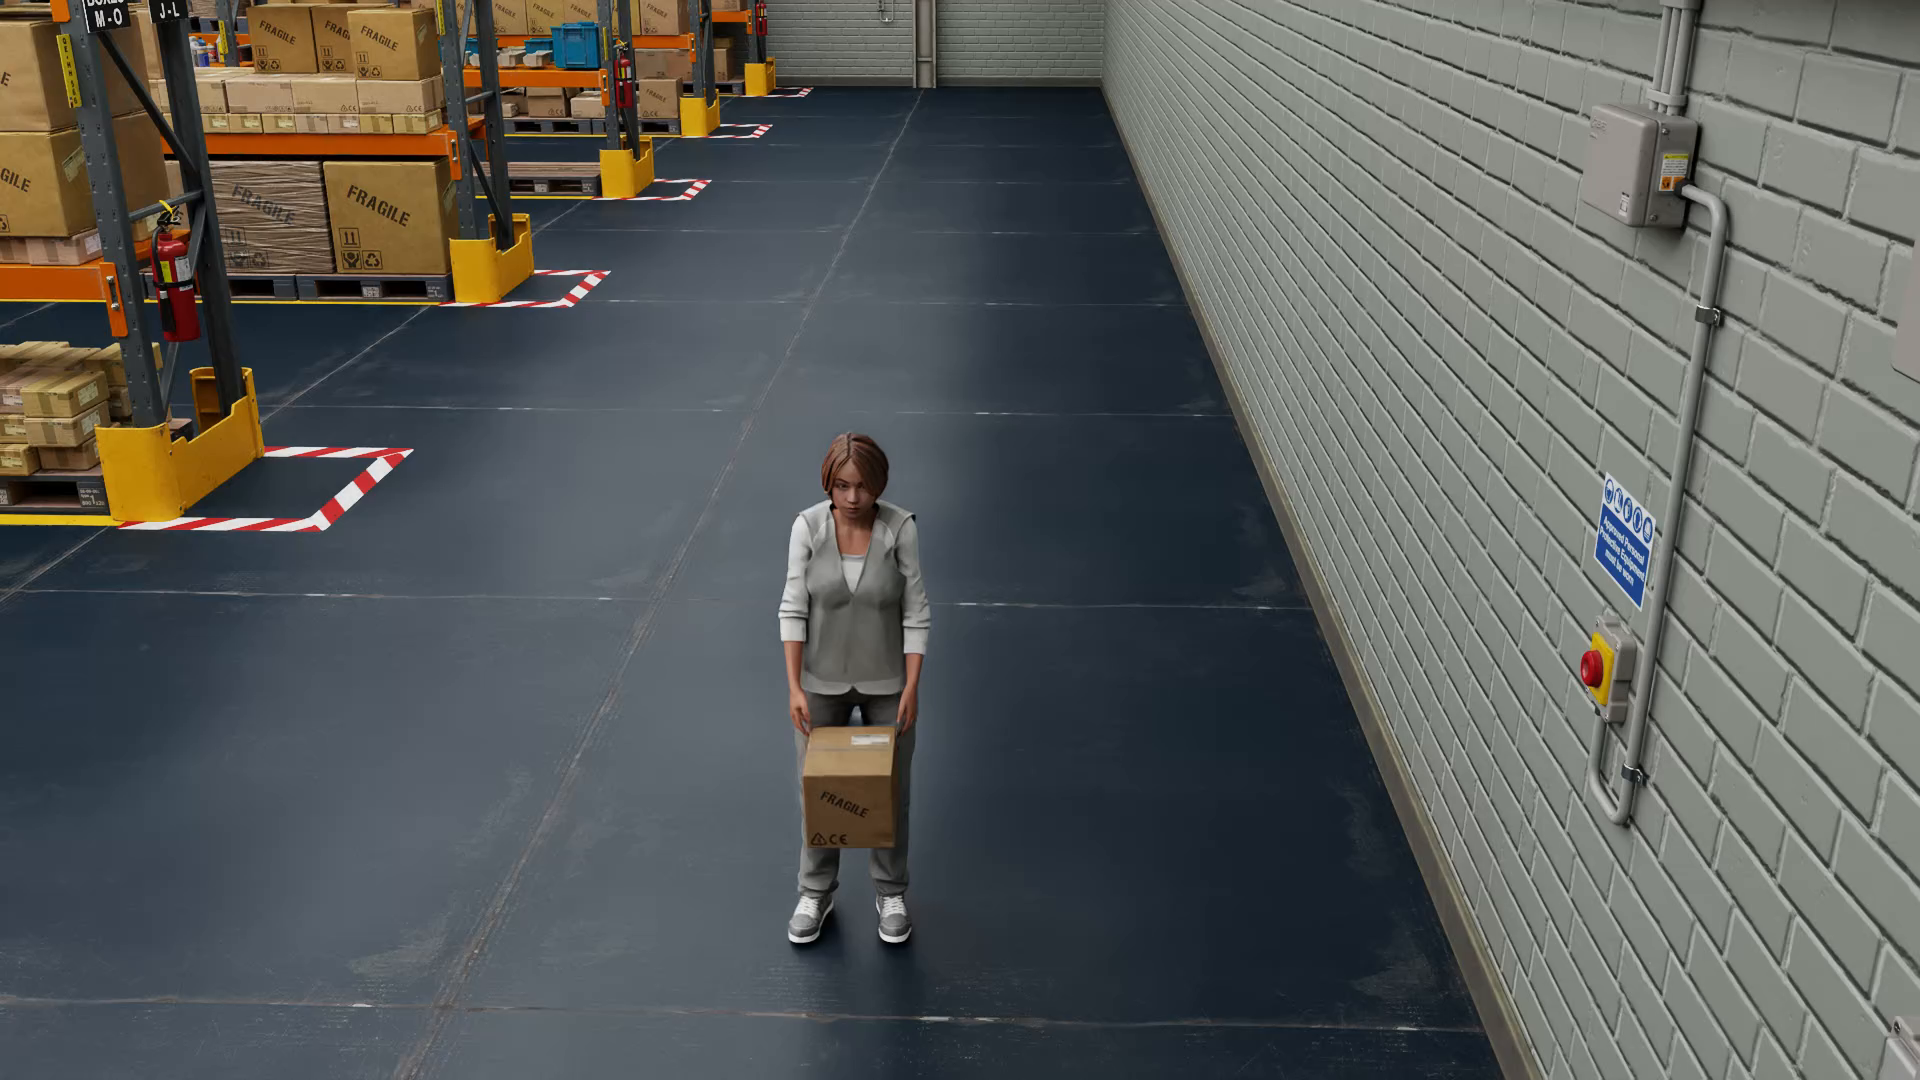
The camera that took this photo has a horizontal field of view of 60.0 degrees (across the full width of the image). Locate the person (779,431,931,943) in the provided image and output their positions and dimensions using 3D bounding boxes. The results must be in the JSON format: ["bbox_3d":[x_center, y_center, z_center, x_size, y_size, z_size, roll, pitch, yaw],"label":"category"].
[{"bbox_3d":[-0.307,0.445,4.933,0.447,1.600,0.347,0,21,1],"label":"person"}]
